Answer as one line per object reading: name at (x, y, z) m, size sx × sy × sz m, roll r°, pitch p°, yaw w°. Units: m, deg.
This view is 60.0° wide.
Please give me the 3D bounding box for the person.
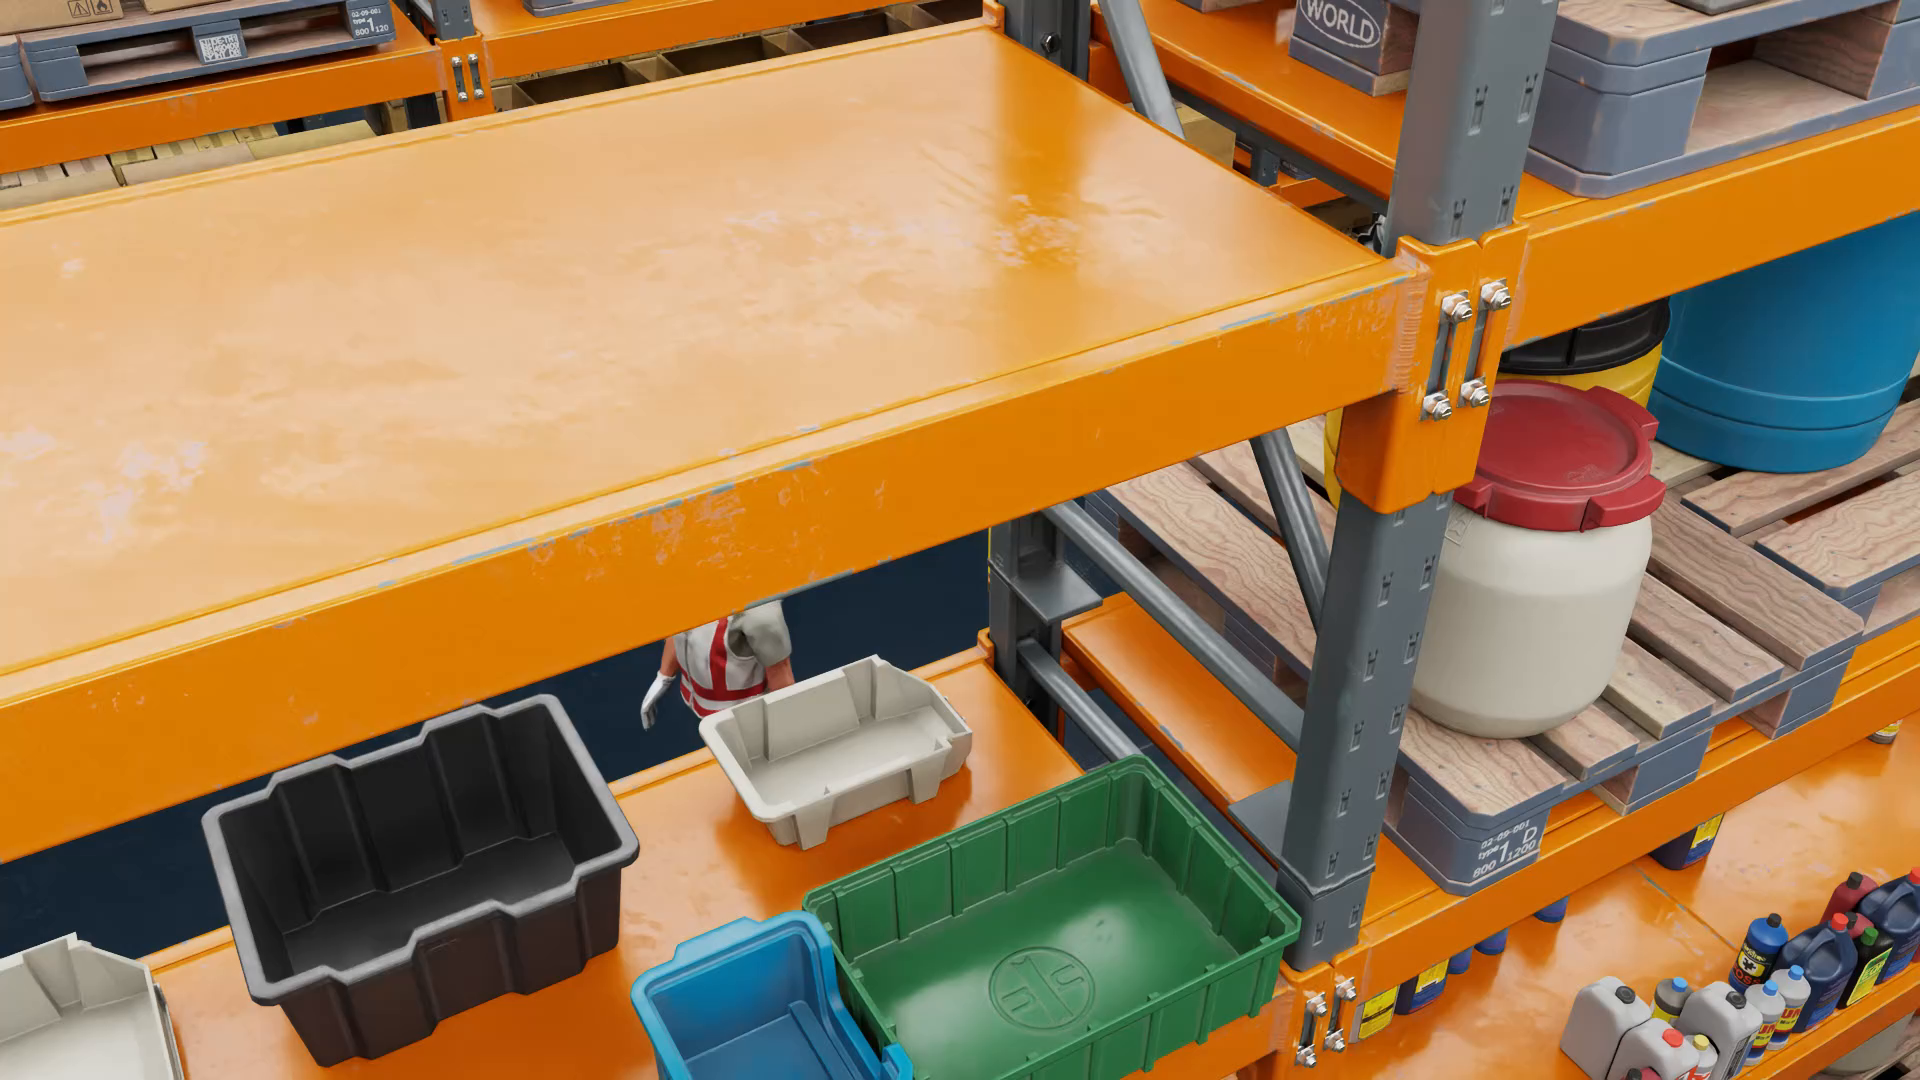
person at (-0.945, 0.628, 6.037) m, size 0.927 × 1.748 × 0.547 m, roll -22°, pitch 42°, yaw -27°
